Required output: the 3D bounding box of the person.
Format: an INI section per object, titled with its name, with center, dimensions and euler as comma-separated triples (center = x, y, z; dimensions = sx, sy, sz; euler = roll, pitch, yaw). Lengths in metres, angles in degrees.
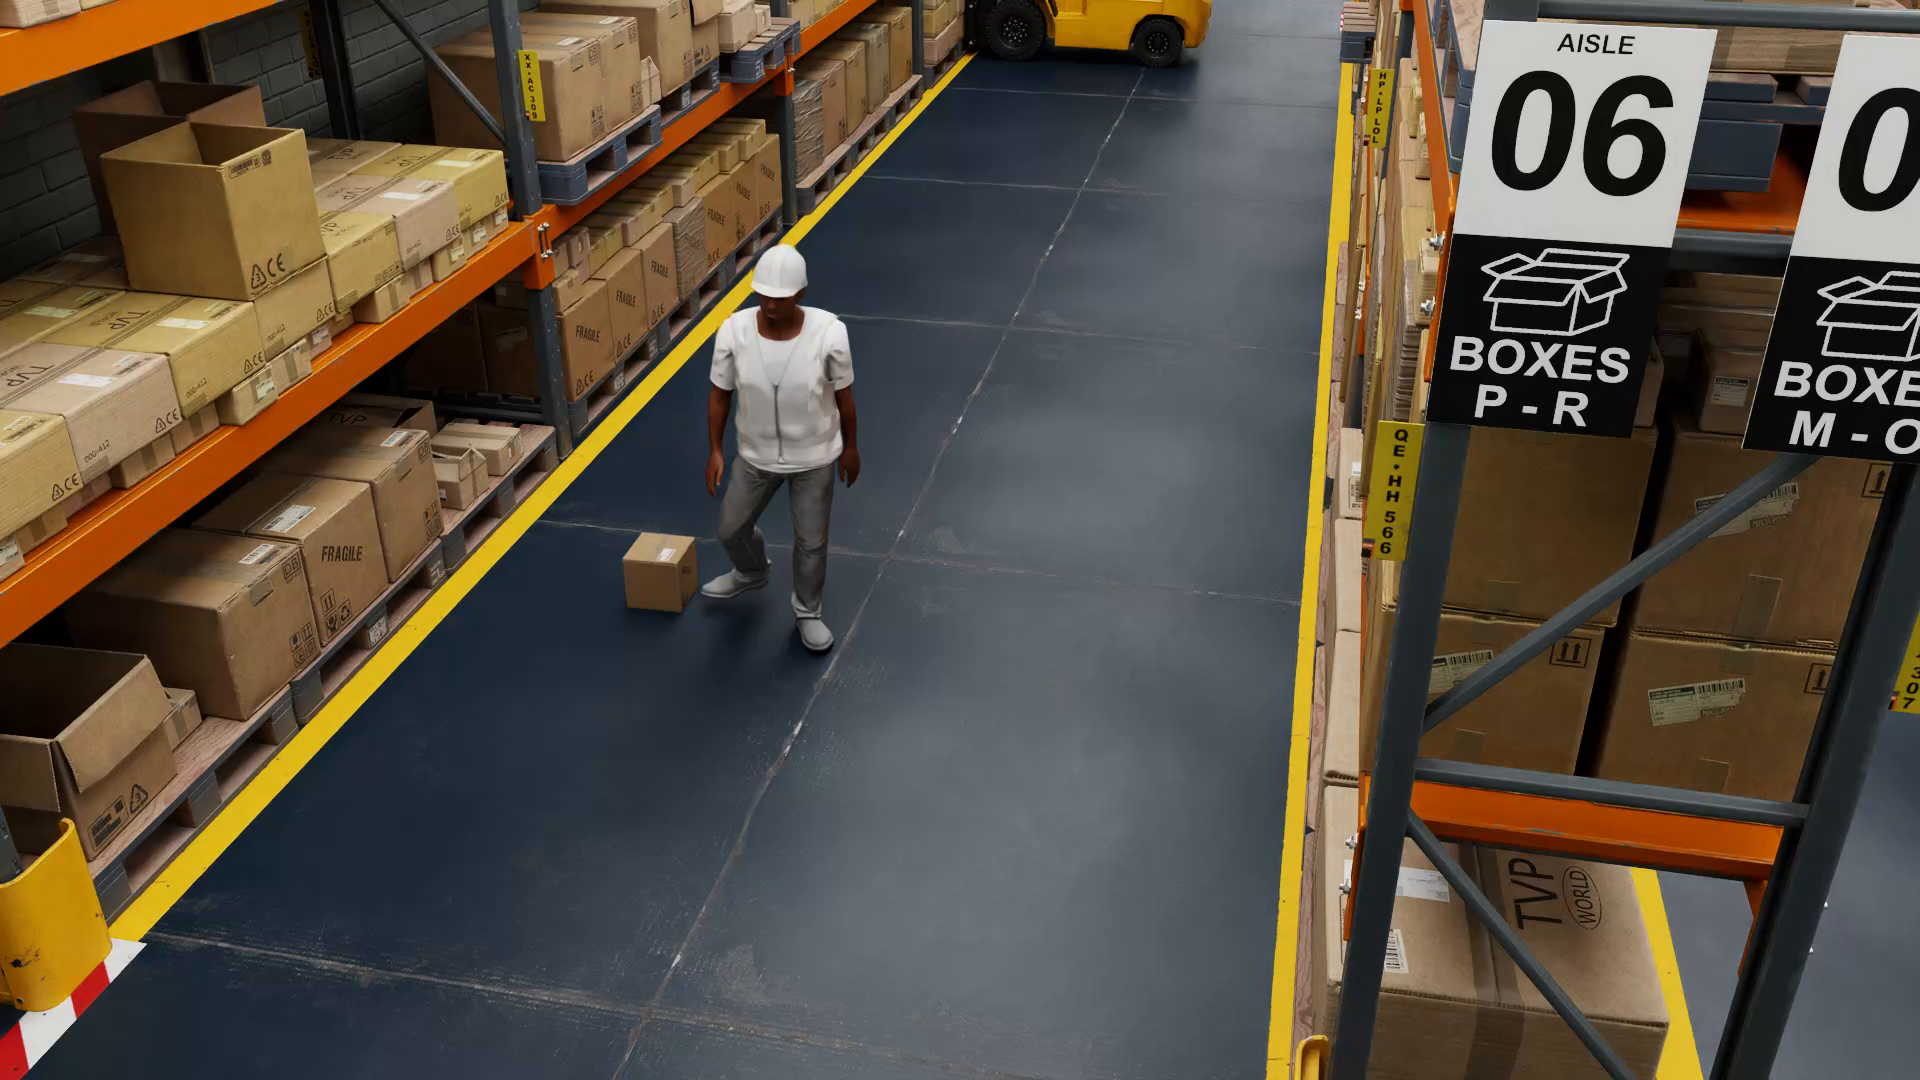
[person]
center = -0.786, -0.387, 6.801
dimensions = 0.746, 1.753, 0.528
euler = 3, 29, 6
